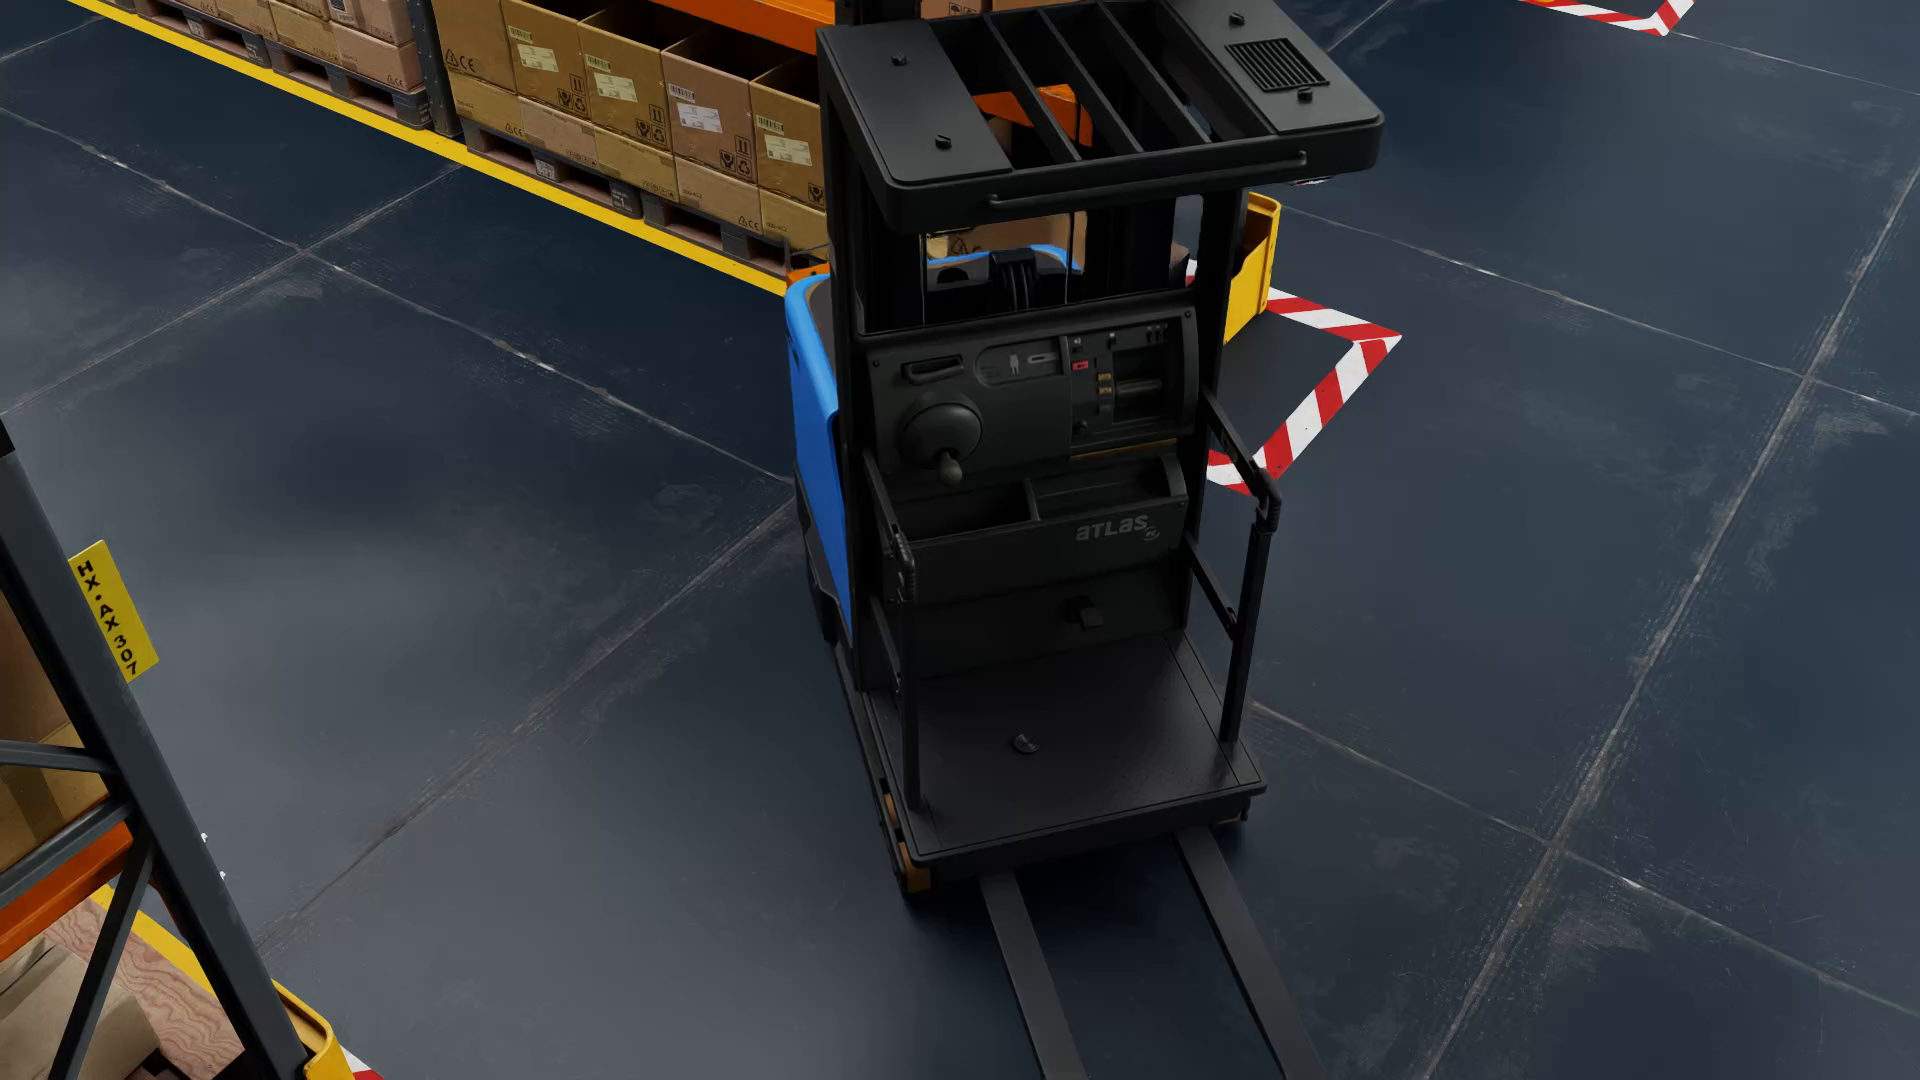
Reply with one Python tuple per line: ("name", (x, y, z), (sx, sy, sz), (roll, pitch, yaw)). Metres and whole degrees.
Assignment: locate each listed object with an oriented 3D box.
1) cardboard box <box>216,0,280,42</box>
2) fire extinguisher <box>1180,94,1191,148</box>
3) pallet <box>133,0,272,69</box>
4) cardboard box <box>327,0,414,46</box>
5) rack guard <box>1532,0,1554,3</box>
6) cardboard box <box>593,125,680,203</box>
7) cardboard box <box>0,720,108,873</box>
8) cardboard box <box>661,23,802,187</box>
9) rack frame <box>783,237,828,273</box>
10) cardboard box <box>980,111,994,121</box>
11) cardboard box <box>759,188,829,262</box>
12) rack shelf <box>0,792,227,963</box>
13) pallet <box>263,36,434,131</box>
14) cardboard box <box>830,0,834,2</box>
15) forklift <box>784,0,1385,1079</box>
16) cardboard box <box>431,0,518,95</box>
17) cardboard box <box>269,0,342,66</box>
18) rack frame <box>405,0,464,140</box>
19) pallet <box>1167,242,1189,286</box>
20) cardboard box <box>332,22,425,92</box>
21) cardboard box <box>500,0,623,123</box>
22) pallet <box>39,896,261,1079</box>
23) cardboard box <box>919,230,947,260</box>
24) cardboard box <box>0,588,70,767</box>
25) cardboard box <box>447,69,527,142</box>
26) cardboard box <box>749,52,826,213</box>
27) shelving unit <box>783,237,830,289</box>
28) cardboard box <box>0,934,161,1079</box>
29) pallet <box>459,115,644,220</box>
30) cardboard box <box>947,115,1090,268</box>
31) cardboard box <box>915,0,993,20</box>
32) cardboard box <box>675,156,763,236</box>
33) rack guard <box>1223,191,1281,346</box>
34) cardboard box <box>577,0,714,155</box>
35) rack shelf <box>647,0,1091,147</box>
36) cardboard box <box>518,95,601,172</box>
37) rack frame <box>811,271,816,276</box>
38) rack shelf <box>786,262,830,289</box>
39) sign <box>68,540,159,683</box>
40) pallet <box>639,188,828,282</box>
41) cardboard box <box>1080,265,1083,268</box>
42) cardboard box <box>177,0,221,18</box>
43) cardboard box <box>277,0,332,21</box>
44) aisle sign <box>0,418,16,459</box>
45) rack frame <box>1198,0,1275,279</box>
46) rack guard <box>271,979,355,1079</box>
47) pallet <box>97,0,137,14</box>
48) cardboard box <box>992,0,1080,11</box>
("cardboard box", (-3.714, -2.994, 9.093), (0.500, 0.250, 0.500), (26, 48, 26))
("fire extinguisher", (0.729, -1.612, 5.860), (0.183, 0.674, 0.296), (25, 48, 25))
("pallet", (-4.004, -3.159, 9.623), (1.213, 0.211, 1.003), (25, 48, 25))
("cardboard box", (-2.872, -2.810, 8.468), (0.500, 0.311, 0.500), (25, 48, 25))
("rack guard", (3.657, -3.714, 10.026), (0.348, 0.500, 1.175), (25, 48, 25))
("cardboard box", (-1.357, -1.871, 7.839), (0.500, 0.250, 0.500), (25, 48, 25))
("cardboard box", (-2.159, 0.455, 3.590), (0.500, 0.250, 0.500), (24, 47, 24))
("cardboard box", (-0.947, -1.961, 7.377), (0.500, 0.500, 0.500), (25, 48, 25))
("rack frame", (-0.533, -0.702, 6.247), (0.200, 1.050, 0.008), (-19, 45, -20))
("cardboard box", (0.177, -1.868, 7.273), (0.500, 0.500, 0.500), (25, 48, 25))
("cardboard box", (-0.536, -1.491, 7.414), (0.500, 0.250, 0.500), (25, 48, 25))
("rack shelf", (-3.580, 0.269, 4.240), (4.000, 0.370, 1.077), (25, 48, 25))
("pallet", (-3.001, -2.693, 9.101), (1.213, 0.211, 1.003), (25, 48, 25))
("cardboard box", (-0.312, -2.554, 6.780), (0.500, 0.500, 0.700), (25, 48, 26))
("forklift", (0.268, -0.316, 4.405), (1.130, 2.935, 3.031), (-10, 43, -11))
("cardboard box", (-2.176, -2.534, 8.017), (0.500, 0.500, 0.500), (25, 48, 25))
("cardboard box", (-3.295, -2.798, 8.875), (0.500, 0.250, 0.500), (24, 47, 25))
("rack frame", (-2.376, -3.471, 7.880), (0.127, 3.000, 1.000), (25, 48, 25))
("pallet", (0.249, -1.170, 7.400), (1.213, 0.211, 1.003), (25, 48, 25))
("cardboard box", (-2.882, -2.603, 8.657), (0.500, 0.250, 0.500), (25, 47, 25))
("cardboard box", (-1.762, -2.347, 7.808), (0.500, 0.500, 0.500), (25, 48, 25))
("pallet", (-2.649, 1.446, 4.476), (1.213, 0.211, 1.003), (25, 48, 25))
("cardboard box", (-0.126, -1.300, 7.201), (0.500, 0.250, 0.500), (25, 48, 25))
("cardboard box", (-2.160, 0.188, 3.325), (0.500, 0.500, 0.500), (25, 48, 25))
("cardboard box", (-2.170, -2.260, 8.273), (0.500, 0.250, 0.500), (25, 48, 25))
("cardboard box", (-0.538, -1.769, 7.162), (0.500, 0.500, 0.500), (25, 48, 25))
("shelving unit", (-0.477, -0.630, 6.167), (0.215, 1.050, 0.252), (-19, 45, -20))
("cardboard box", (-2.457, 1.290, 4.245), (0.500, 0.311, 0.500), (20, 46, 21))
("pallet", (-1.749, -2.105, 8.444), (1.213, 0.211, 1.003), (25, 48, 25))
("cardboard box", (0.289, -1.394, 6.743), (0.500, 0.500, 0.500), (25, 48, 25))
("cardboard box", (0.092, -2.361, 6.564), (0.500, 0.500, 0.700), (26, 48, 26))
("cardboard box", (-0.945, -1.683, 7.629), (0.500, 0.250, 0.500), (25, 48, 25))
("rack guard", (0.919, -0.999, 6.991), (0.348, 0.500, 1.175), (25, 48, 25))
("cardboard box", (-1.357, -2.151, 7.589), (0.500, 0.500, 0.500), (25, 48, 25))
("rack shelf", (-0.738, -2.437, 7.264), (4.000, 0.370, 1.077), (25, 48, 25))
("cardboard box", (-1.764, -2.066, 8.056), (0.500, 0.250, 0.500), (25, 48, 25))
("rack frame", (-0.421, -0.557, 6.086), (0.200, 1.050, 0.008), (-19, 45, -20))
("rack shelf", (-0.477, -0.833, 5.984), (0.215, 0.259, 0.240), (-19, 45, -20))
("sign", (-1.631, 0.147, 3.187), (0.005, 0.325, 0.100), (25, 48, 25))
("pallet", (-0.746, -1.638, 7.922), (1.213, 0.211, 1.003), (25, 48, 25))
("cardboard box", (0.290, -1.115, 6.994), (0.500, 0.250, 0.500), (25, 48, 25))
("cardboard box", (-4.130, -3.189, 9.312), (0.500, 0.250, 0.500), (26, 48, 26))
("cardboard box", (-3.302, -3.006, 8.687), (0.500, 0.311, 0.500), (26, 48, 26))
("aisle sign", (-1.711, -0.339, 2.430), (0.004, 0.787, 0.394), (25, 48, 25))
("rack frame", (0.899, -1.940, 6.168), (0.127, 3.000, 1.000), (25, 48, 25))
("rack guard", (-2.004, 1.669, 4.010), (0.348, 0.500, 1.175), (25, 48, 25))
("pallet", (-4.999, -3.627, 10.145), (1.213, 0.211, 1.003), (25, 48, 25))
("cardboard box", (0.524, -2.163, 6.342), (0.500, 0.500, 0.700), (25, 48, 25))
